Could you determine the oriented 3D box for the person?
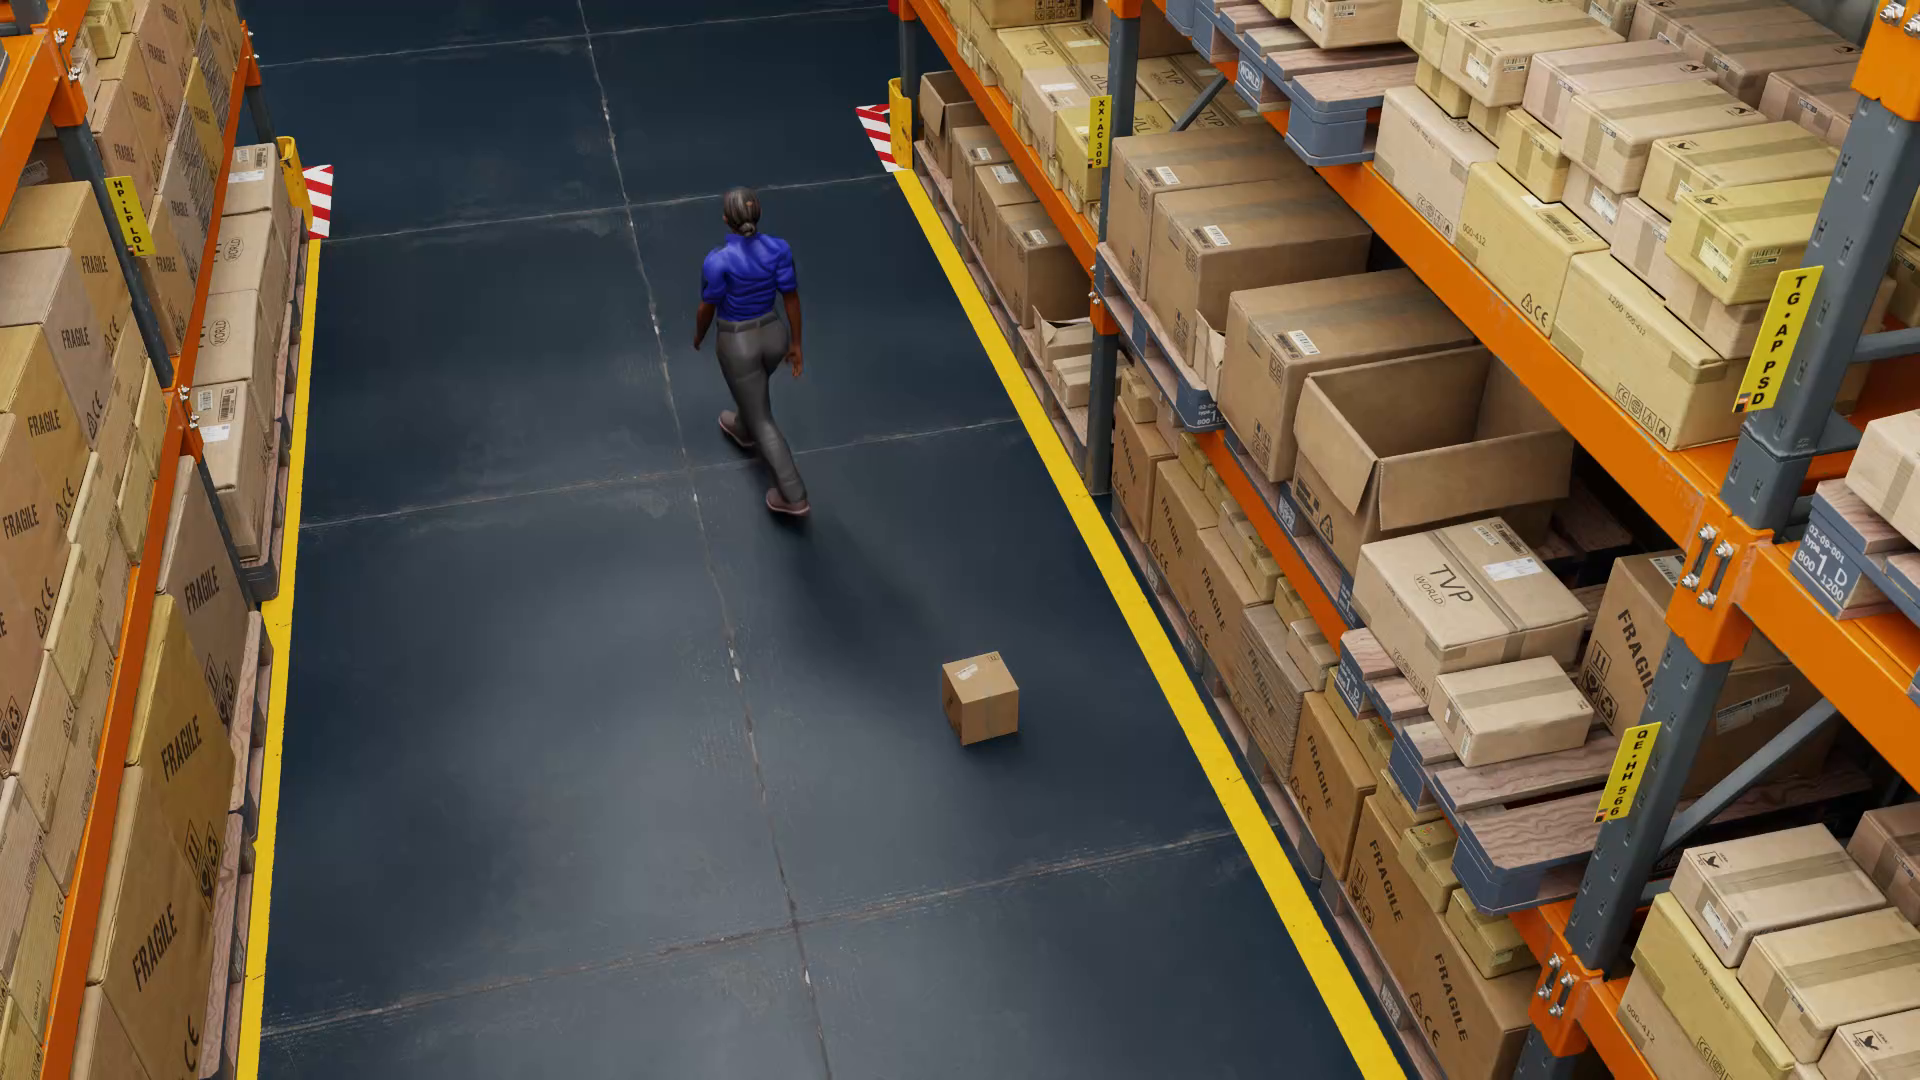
[{"bbox_3d":[-1.013,-0.960,7.919,0.451,1.594,1.029,-25,45,-28],"label":"person"}]
